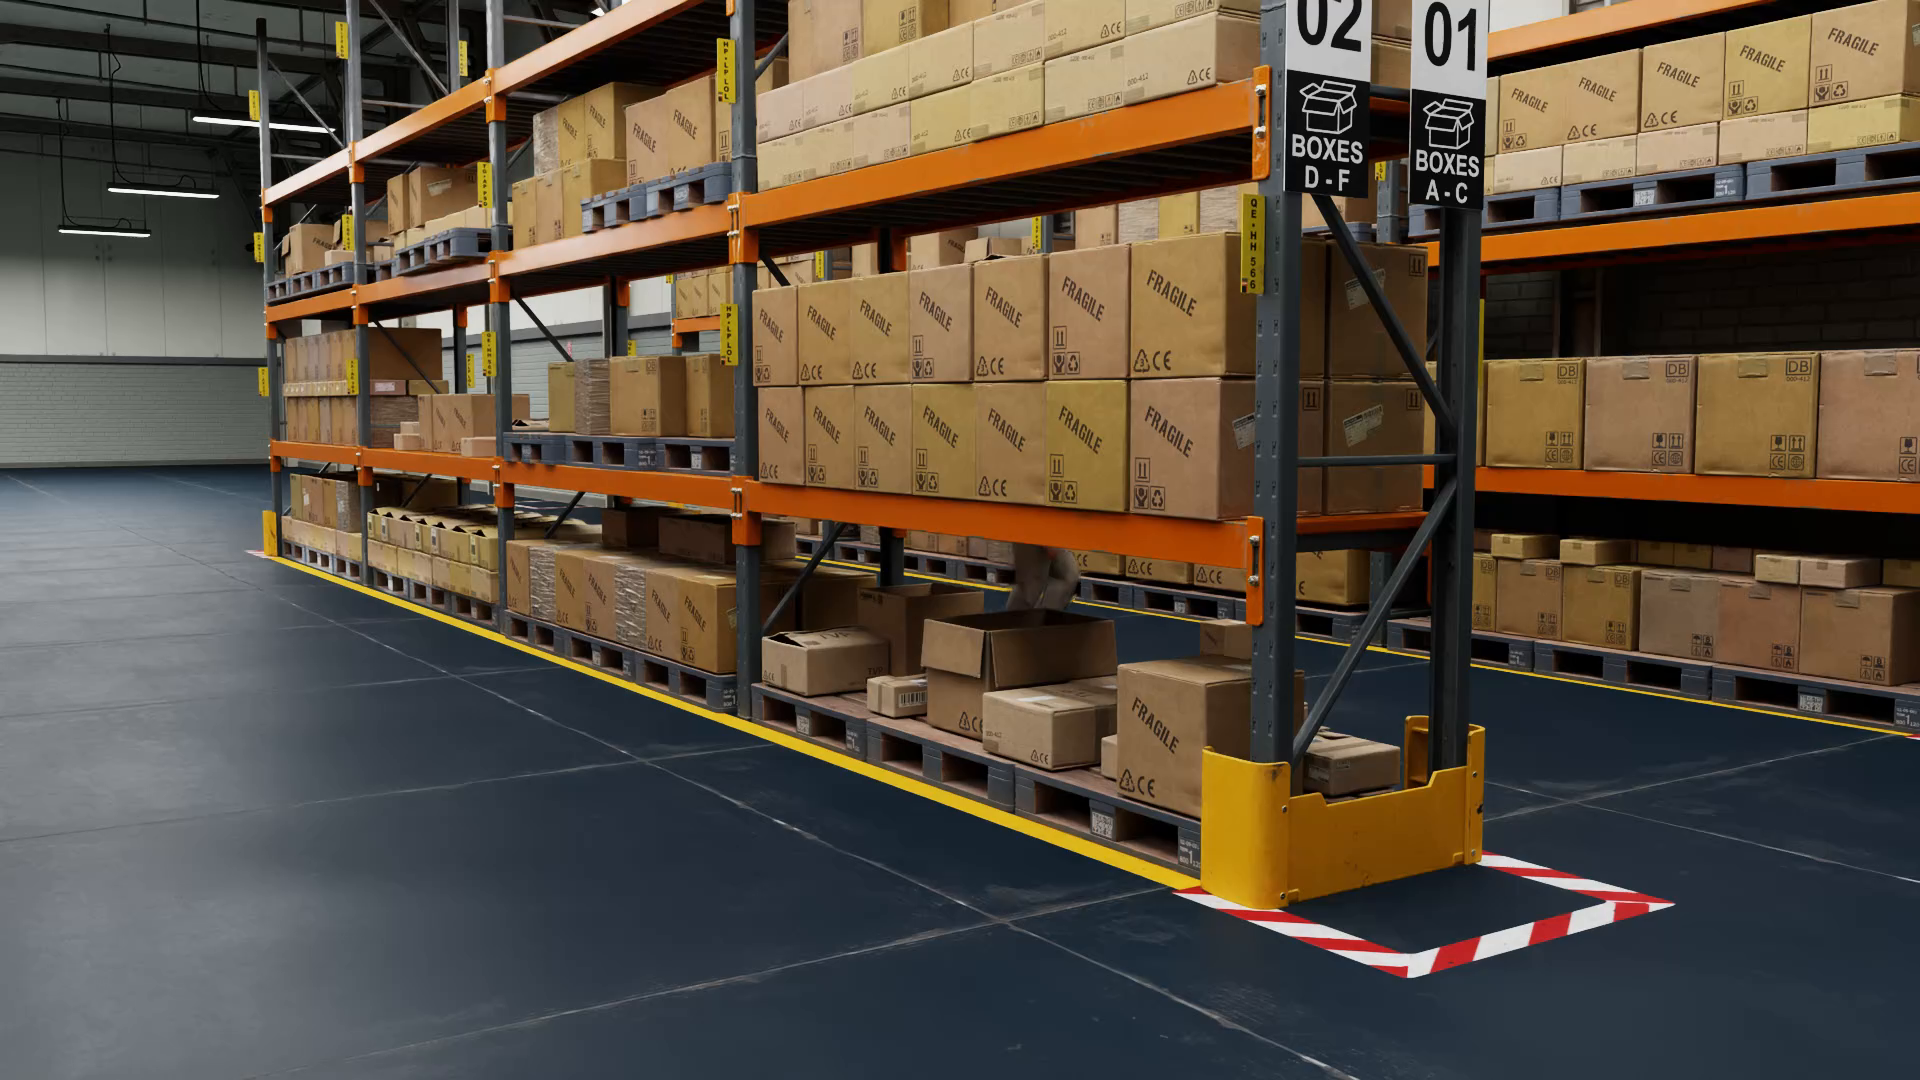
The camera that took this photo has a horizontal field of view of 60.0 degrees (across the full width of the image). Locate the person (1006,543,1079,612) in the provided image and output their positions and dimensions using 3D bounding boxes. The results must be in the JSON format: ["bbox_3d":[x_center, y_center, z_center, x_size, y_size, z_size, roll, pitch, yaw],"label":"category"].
[{"bbox_3d":[0.519,-0.037,10.974,0.537,1.753,0.570,0,5,4],"label":"person"}]
